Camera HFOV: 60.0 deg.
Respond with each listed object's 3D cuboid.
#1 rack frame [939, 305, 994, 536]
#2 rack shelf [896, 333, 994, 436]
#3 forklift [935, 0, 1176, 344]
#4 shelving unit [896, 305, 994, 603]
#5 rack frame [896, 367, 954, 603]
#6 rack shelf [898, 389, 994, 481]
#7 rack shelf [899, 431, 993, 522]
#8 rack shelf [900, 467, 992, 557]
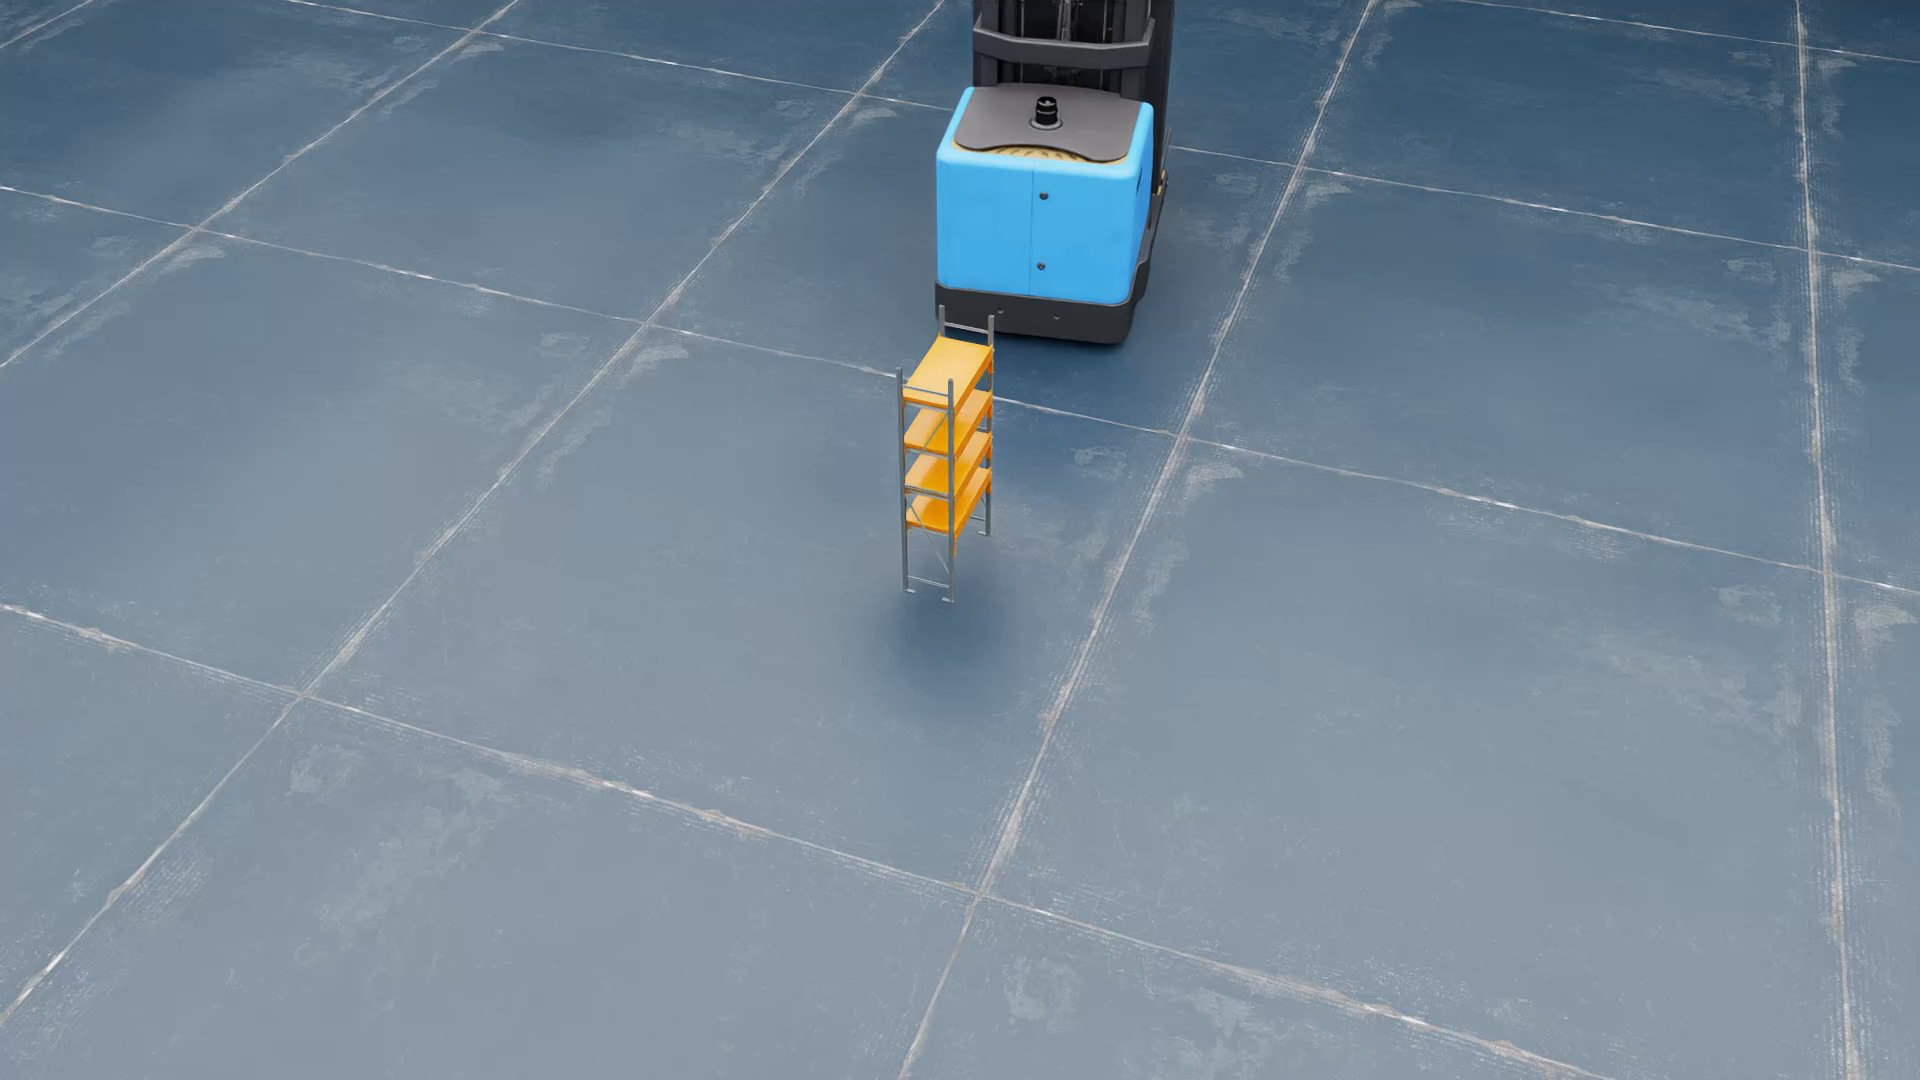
[{"bbox_3d":[0.027,-0.504,7.370,0.240,1.200,0.015,13,42,15],"label":"rack frame"},{"bbox_3d":[-0.057,-0.654,6.941,0.258,0.148,0.480,13,42,15],"label":"rack shelf"},{"bbox_3d":[0.661,-3.118,9.100,1.130,2.935,3.031,7,41,9],"label":"forklift"},{"bbox_3d":[-0.057,-0.355,7.196,0.258,1.200,0.503,13,42,15],"label":"shelving unit"},{"bbox_3d":[-0.140,-0.207,7.021,0.240,1.200,0.015,13,42,15],"label":"rack frame"},{"bbox_3d":[-0.057,-0.474,7.094,0.258,0.148,0.480,13,42,15],"label":"rack shelf"},{"bbox_3d":[-0.057,-0.304,7.240,0.258,0.148,0.480,13,42,15],"label":"rack shelf"},{"bbox_3d":[-0.057,-0.153,7.368,0.258,0.148,0.480,13,42,15],"label":"rack shelf"}]
